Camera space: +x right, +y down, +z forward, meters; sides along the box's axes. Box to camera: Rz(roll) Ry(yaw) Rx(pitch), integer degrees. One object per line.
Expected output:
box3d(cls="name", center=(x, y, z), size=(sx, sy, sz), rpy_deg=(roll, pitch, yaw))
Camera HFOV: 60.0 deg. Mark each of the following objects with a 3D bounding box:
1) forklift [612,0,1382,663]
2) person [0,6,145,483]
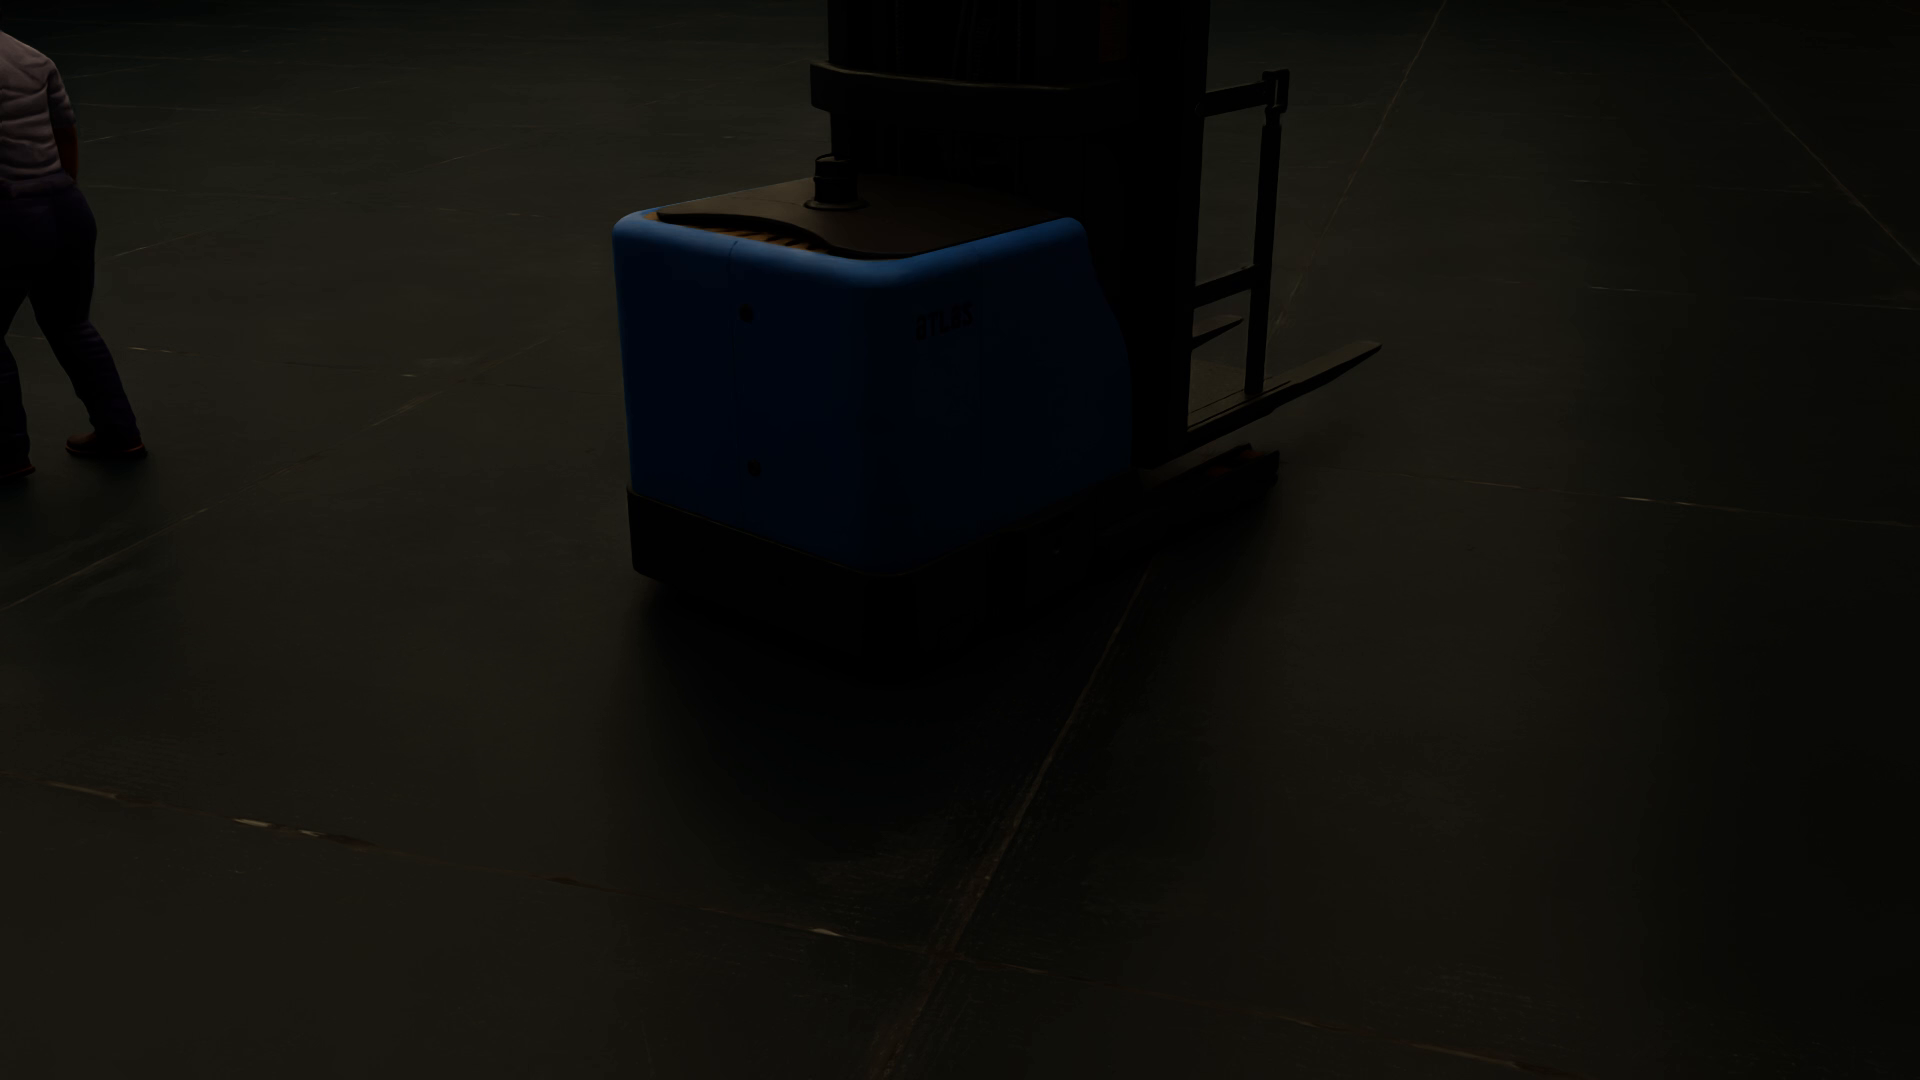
box3d(cls="forklift", center=(0.389, -1.534, 4.996), size=(1.130, 2.935, 3.031), rpy_deg=(18, 28, 36))
box3d(cls="person", center=(-3.130, -1.010, 5.464), size=(0.467, 1.675, 0.571), rpy_deg=(6, 23, 14))
